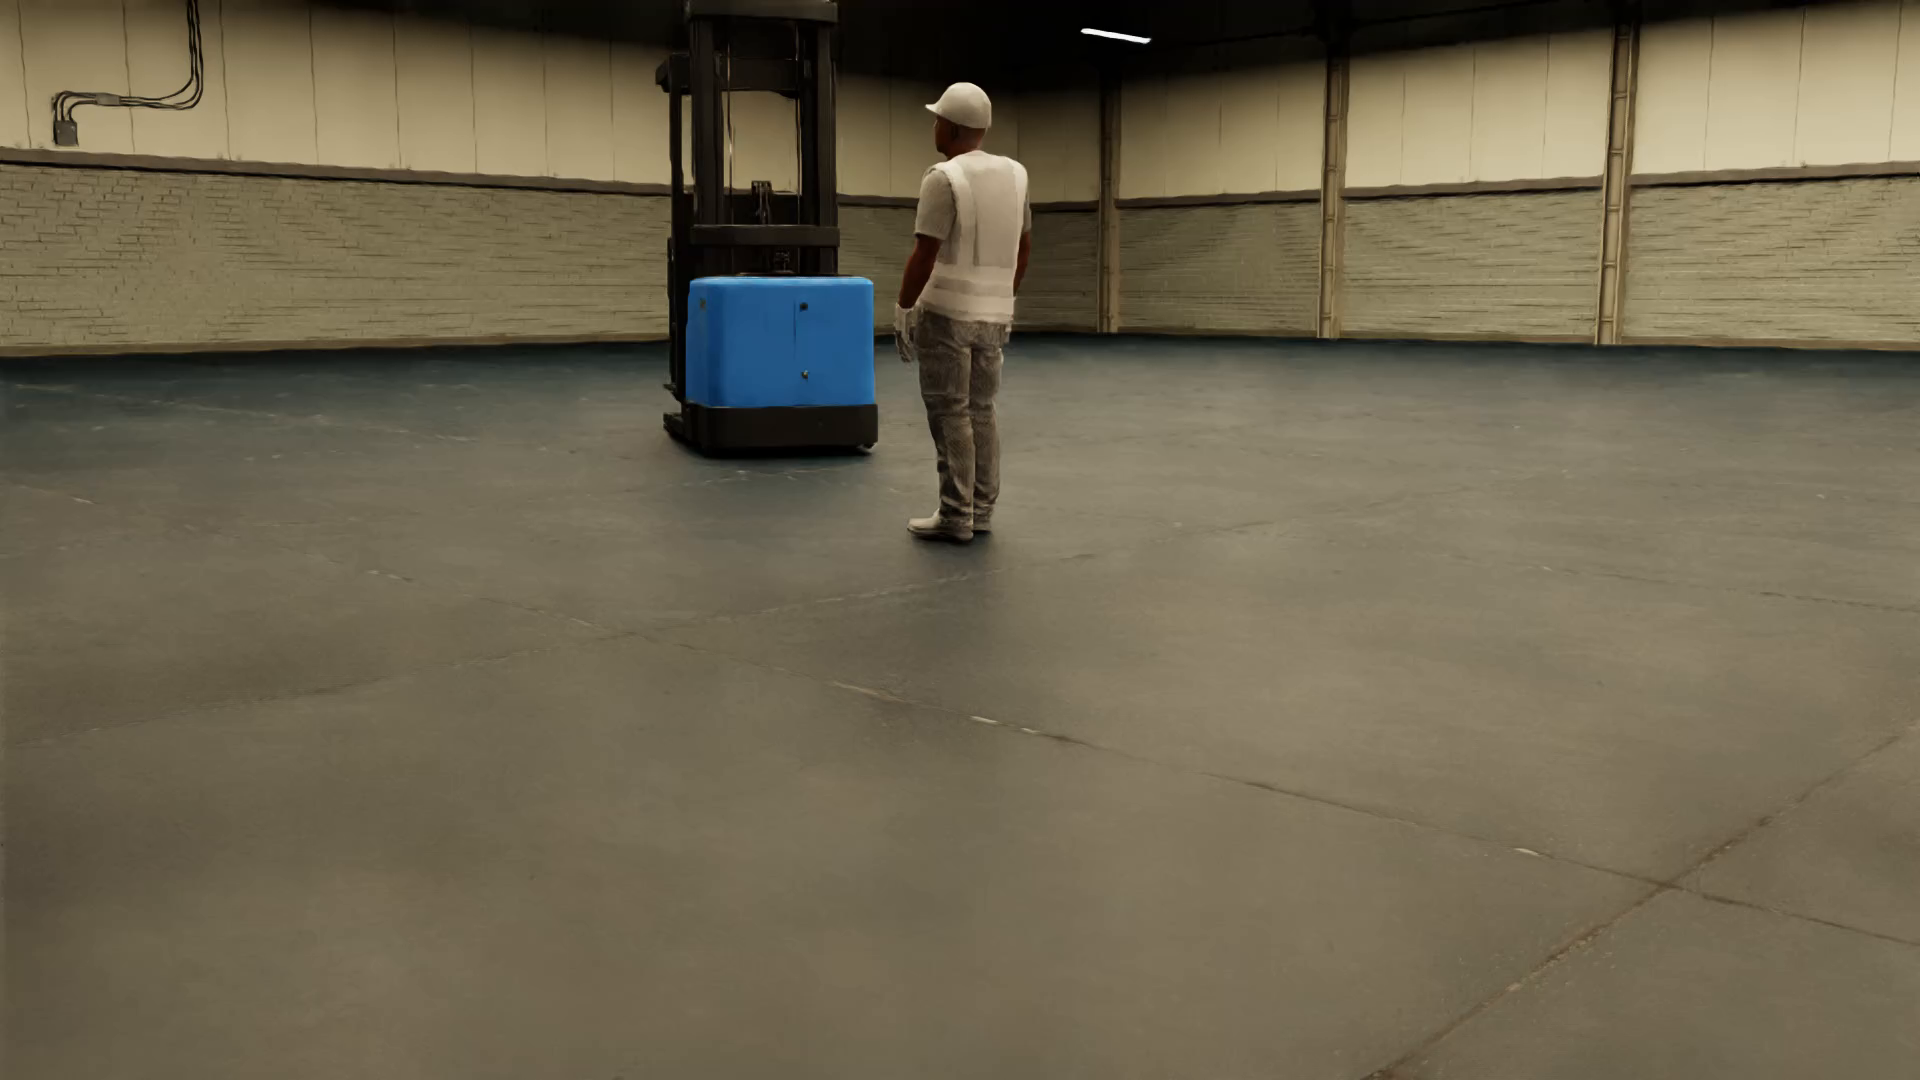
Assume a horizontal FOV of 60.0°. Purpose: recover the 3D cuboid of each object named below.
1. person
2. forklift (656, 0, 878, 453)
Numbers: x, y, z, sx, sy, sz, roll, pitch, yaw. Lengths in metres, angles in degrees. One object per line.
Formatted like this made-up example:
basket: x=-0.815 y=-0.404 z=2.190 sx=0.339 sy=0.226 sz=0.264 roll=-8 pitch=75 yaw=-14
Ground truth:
person: x=-0.046 y=-0.897 z=6.639 sx=0.576 sy=1.782 sz=0.655 roll=8 pitch=12 yaw=43
forklift: x=-1.427 y=-2.161 z=11.224 sx=1.130 sy=2.935 sz=3.031 roll=-3 pitch=9 yaw=-17
